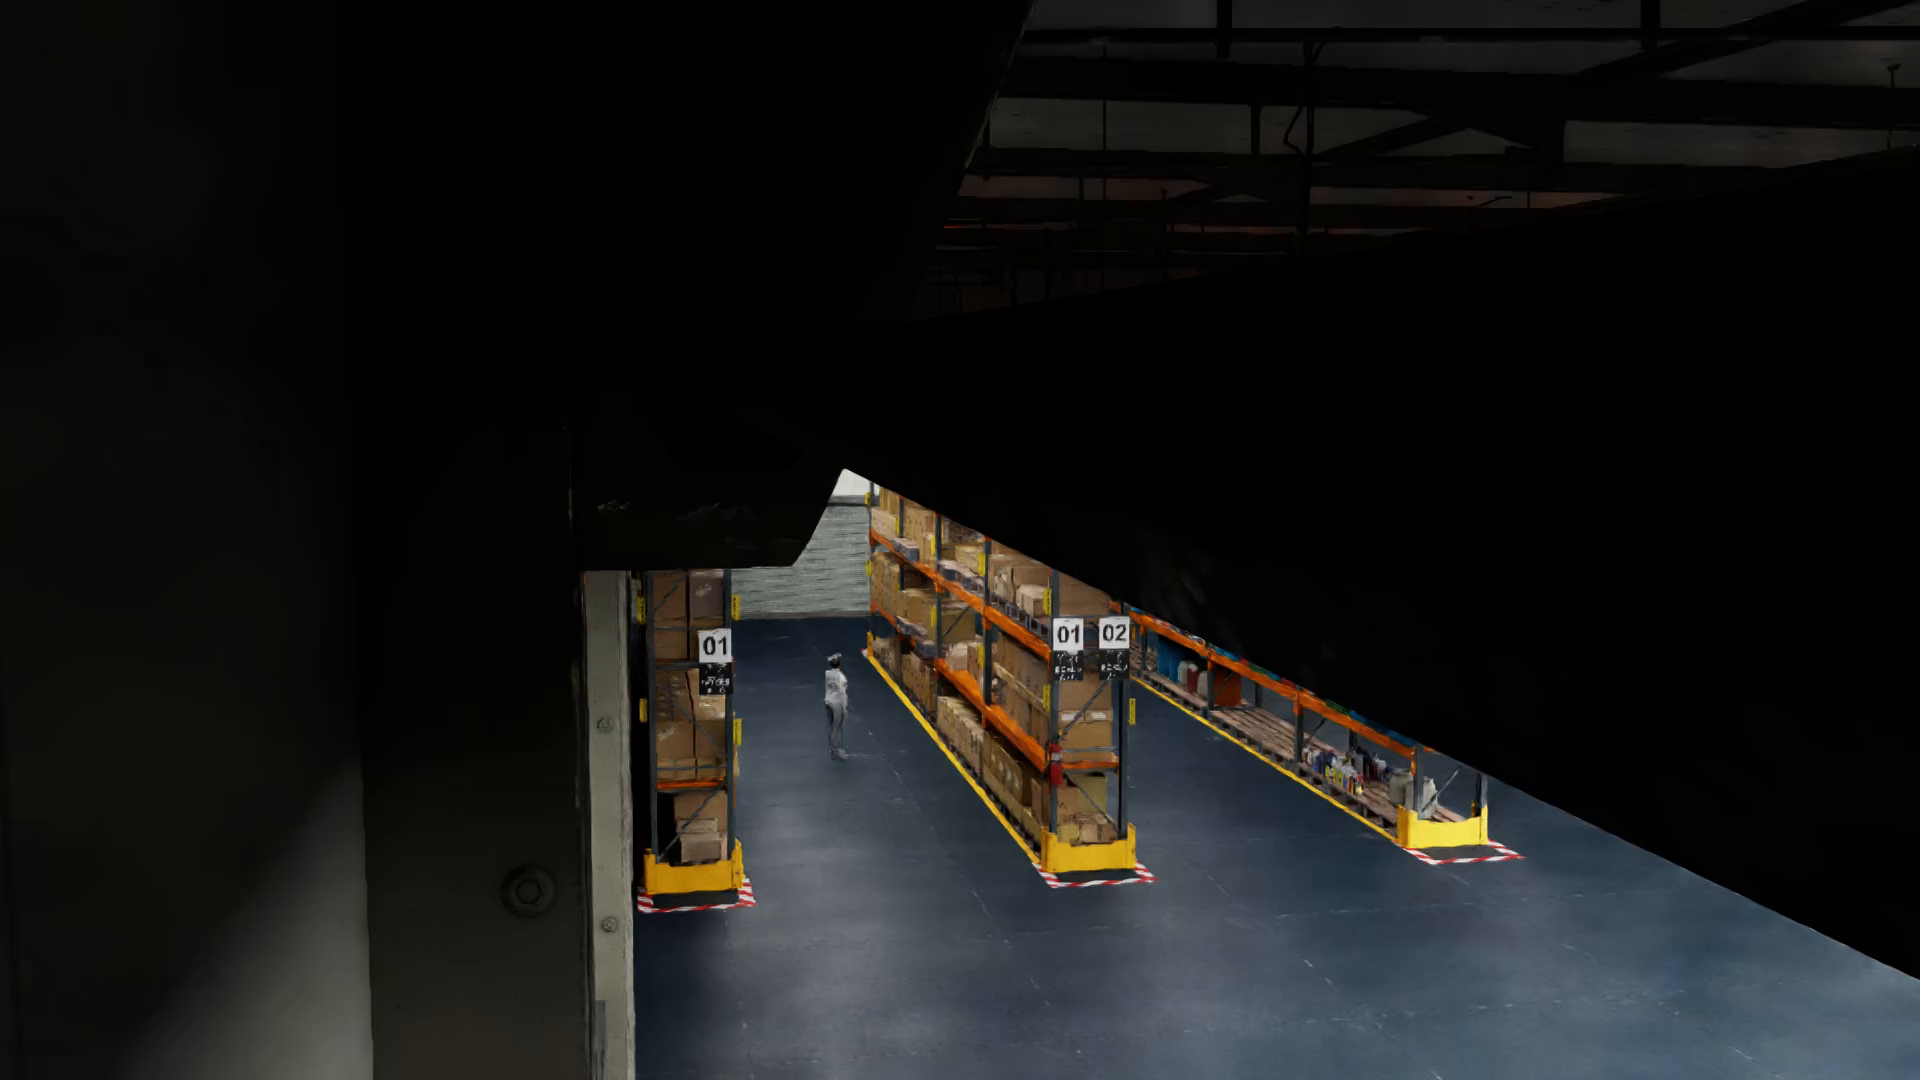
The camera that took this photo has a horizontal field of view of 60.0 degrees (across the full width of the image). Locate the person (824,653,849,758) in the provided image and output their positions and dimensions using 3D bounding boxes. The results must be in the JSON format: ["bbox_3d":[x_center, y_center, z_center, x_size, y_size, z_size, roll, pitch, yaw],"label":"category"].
[{"bbox_3d":[-1.980,2.678,26.982,0.420,1.664,0.534,-5,8,-39],"label":"person"}]
